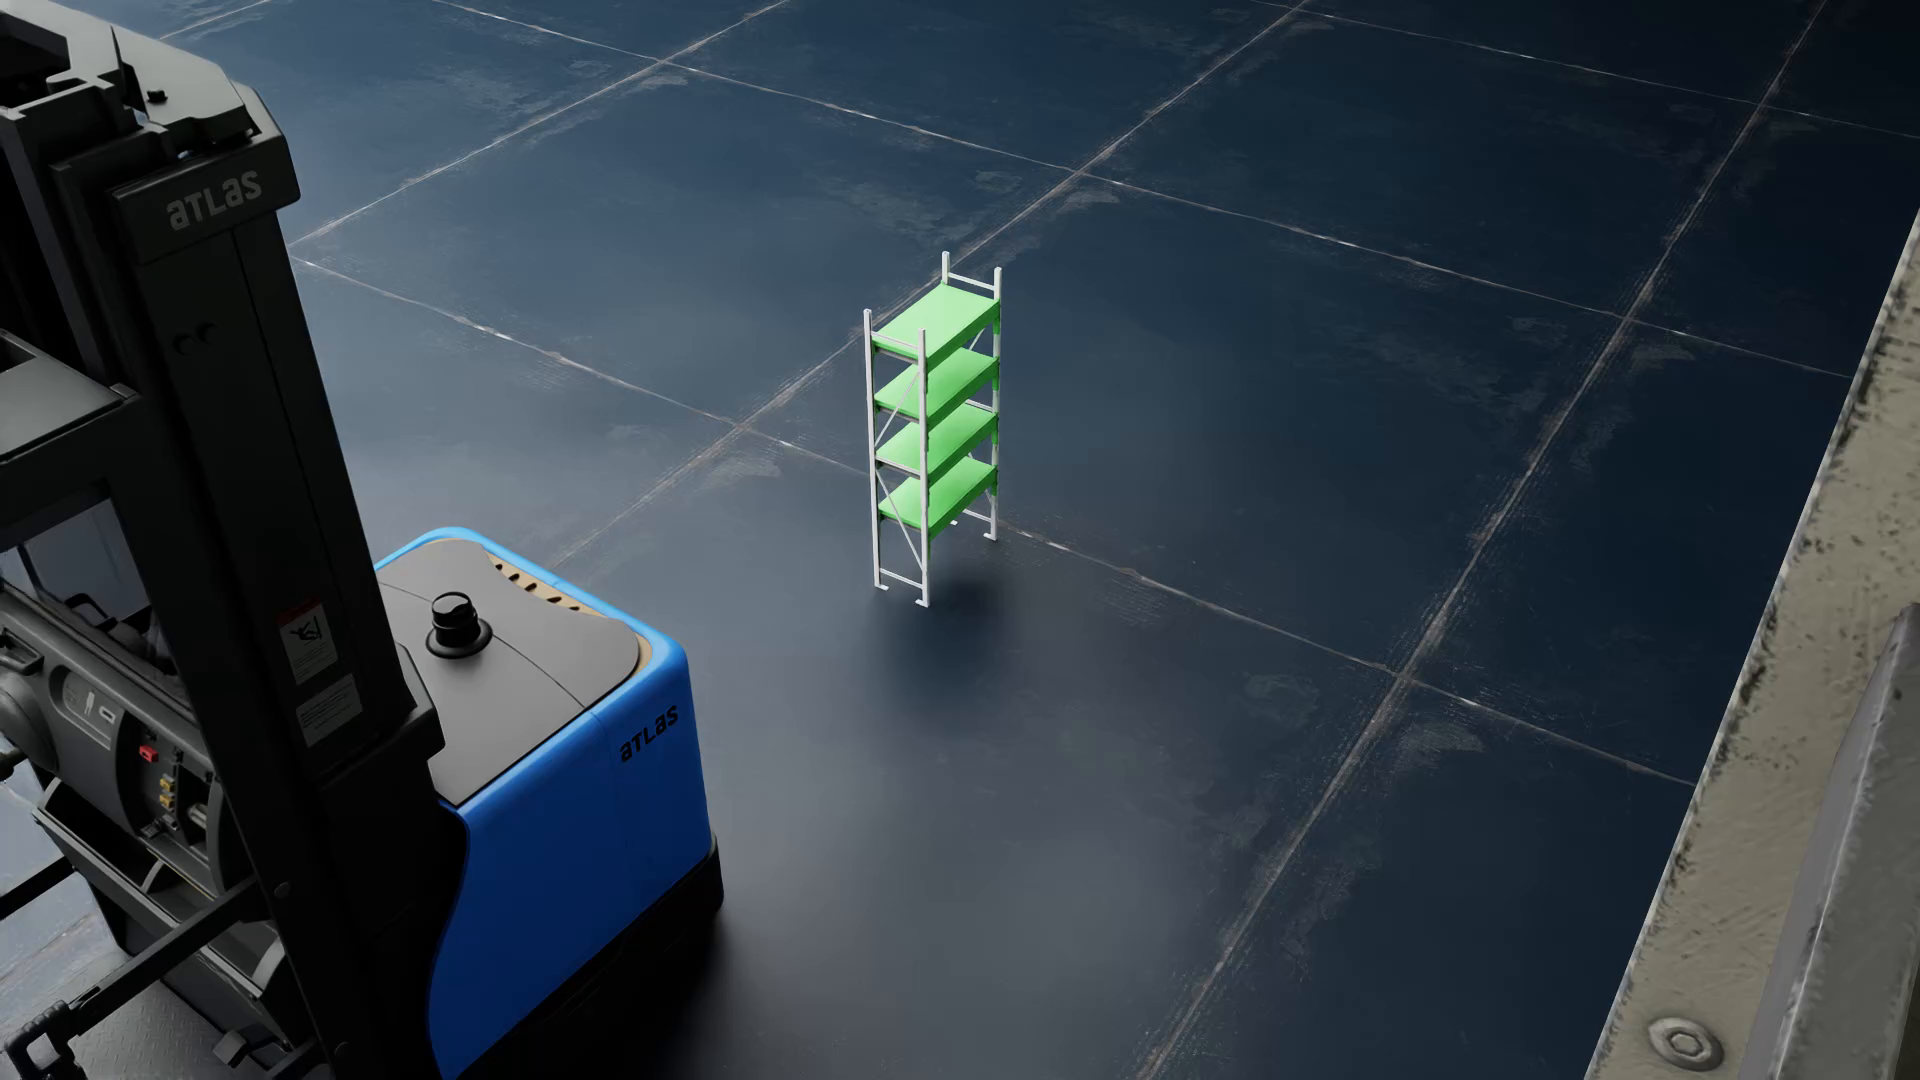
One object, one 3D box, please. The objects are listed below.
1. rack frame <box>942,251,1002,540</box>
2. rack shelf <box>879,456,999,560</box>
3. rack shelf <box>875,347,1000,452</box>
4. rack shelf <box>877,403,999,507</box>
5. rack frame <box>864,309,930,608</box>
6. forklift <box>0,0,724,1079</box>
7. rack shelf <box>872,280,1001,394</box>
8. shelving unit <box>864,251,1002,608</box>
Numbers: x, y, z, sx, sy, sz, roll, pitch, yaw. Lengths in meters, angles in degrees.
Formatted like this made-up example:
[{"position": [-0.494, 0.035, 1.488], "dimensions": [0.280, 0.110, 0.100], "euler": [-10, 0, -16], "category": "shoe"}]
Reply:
[{"position": [0.042, -0.516, 6.264], "dimensions": [0.240, 1.200, 0.015], "euler": [21, 42, 25], "category": "rack frame"}, {"position": [-0.089, -0.149, 6.286], "dimensions": [0.258, 0.148, 0.480], "euler": [21, 42, 25], "category": "rack shelf"}, {"position": [-0.089, -0.529, 5.993], "dimensions": [0.258, 0.148, 0.480], "euler": [21, 42, 25], "category": "rack shelf"}, {"position": [-0.089, -0.339, 6.139], "dimensions": [0.258, 0.148, 0.480], "euler": [21, 42, 25], "category": "rack shelf"}, {"position": [-0.219, -0.264, 5.937], "dimensions": [0.240, 1.200, 0.015], "euler": [21, 42, 25], "category": "rack frame"}, {"position": [-1.998, 0.523, 3.498], "dimensions": [1.130, 2.935, 3.031], "euler": [24, 44, 28], "category": "forklift"}, {"position": [-0.089, -0.719, 5.846], "dimensions": [0.258, 0.148, 0.480], "euler": [21, 42, 25], "category": "rack shelf"}, {"position": [-0.089, -0.390, 6.100], "dimensions": [0.258, 1.200, 0.503], "euler": [21, 42, 25], "category": "shelving unit"}]
